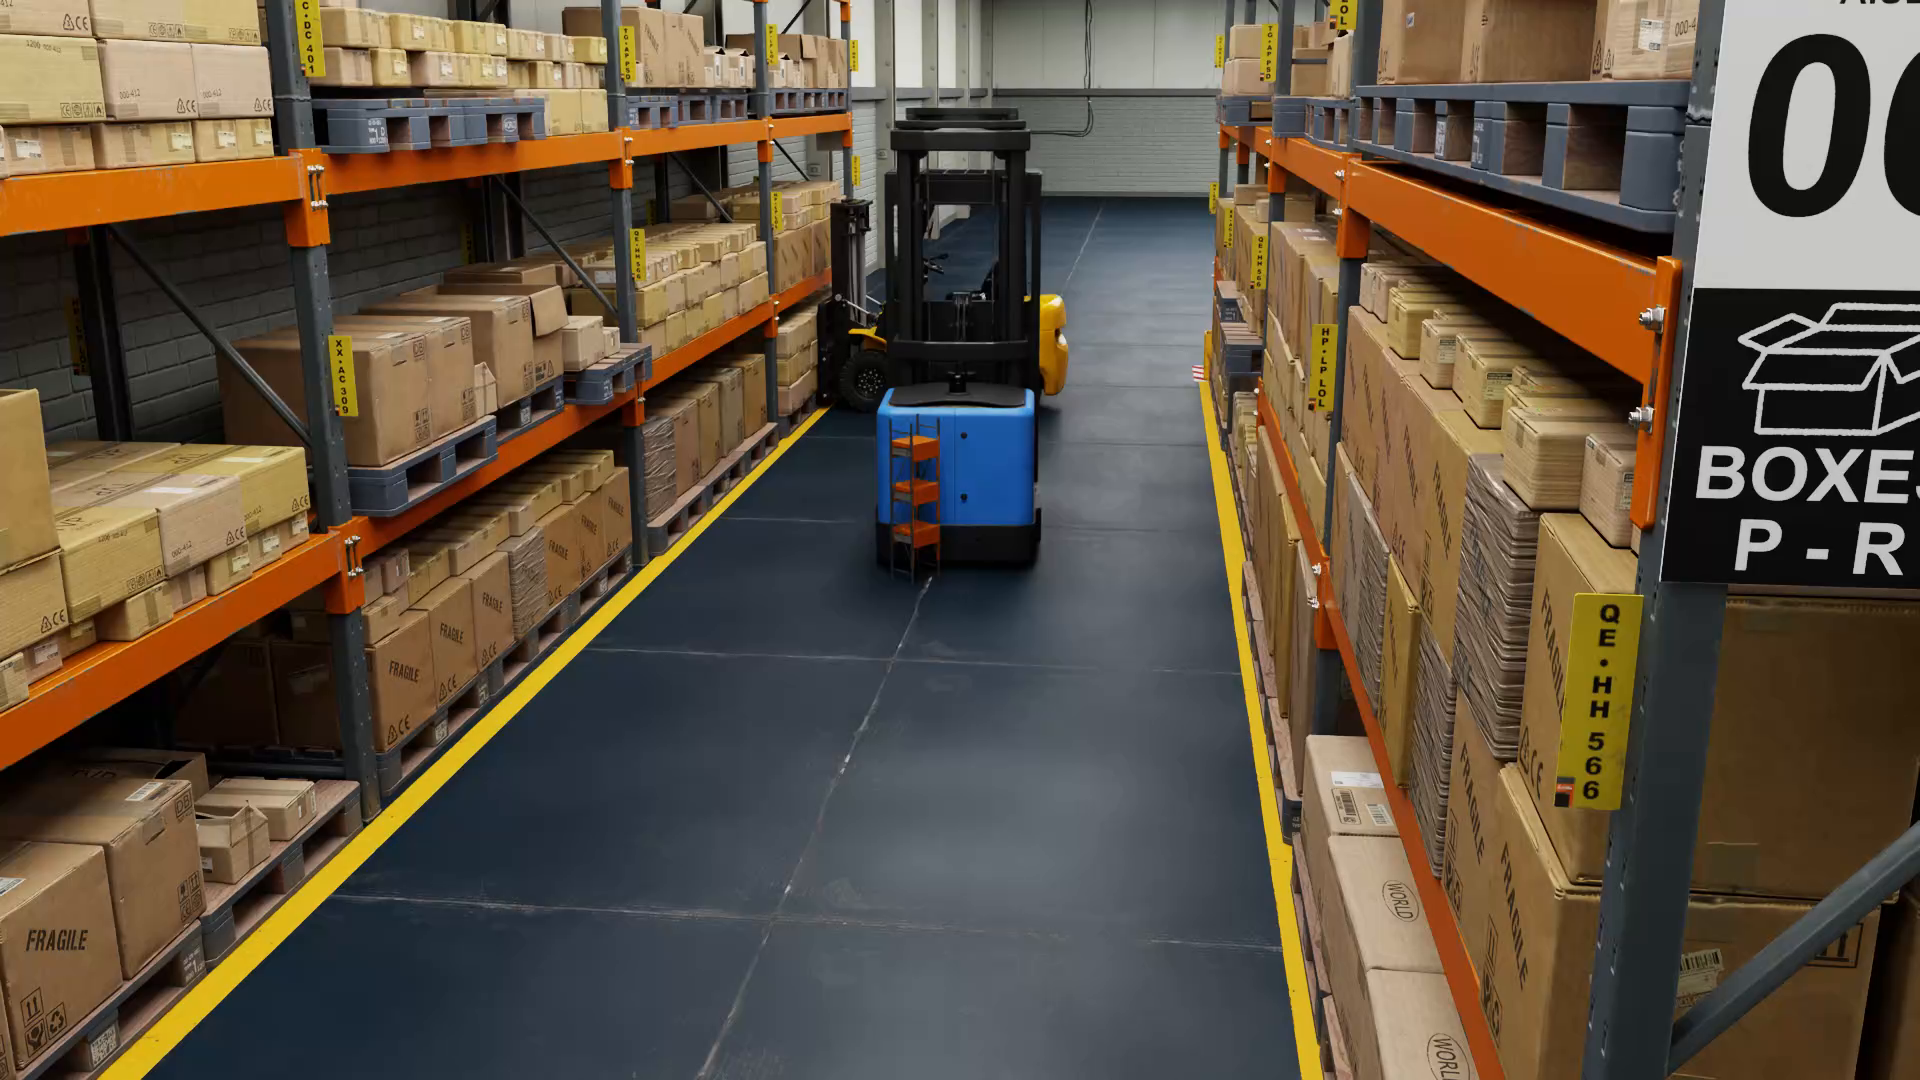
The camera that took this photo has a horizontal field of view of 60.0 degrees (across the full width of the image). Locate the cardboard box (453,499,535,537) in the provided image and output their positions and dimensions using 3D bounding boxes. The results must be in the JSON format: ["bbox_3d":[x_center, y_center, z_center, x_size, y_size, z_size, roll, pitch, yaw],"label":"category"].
[{"bbox_3d":[-2.558,-0.124,9.115,0.380,0.149,0.250,1,15,4],"label":"cardboard box"}]

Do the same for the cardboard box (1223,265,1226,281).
[{"bbox_3d":[2.704,-2.553,15.840,0.380,0.149,0.250,2,15,7],"label":"cardboard box"}]

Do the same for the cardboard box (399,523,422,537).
[{"bbox_3d":[-3.110,-0.071,8.919,0.380,0.149,0.250,1,15,4],"label":"cardboard box"}]

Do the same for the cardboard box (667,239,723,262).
[{"bbox_3d":[-2.011,-2.194,12.594,0.380,0.149,0.250,1,15,5],"label":"cardboard box"}]

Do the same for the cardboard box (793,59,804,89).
[{"bbox_3d":[-1.656,-4.341,15.484,0.396,0.266,0.258,1,15,5],"label":"cardboard box"}]

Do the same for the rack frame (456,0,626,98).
[{"bbox_3d":[-2.576,-4.189,9.915,1.000,3.000,0.127,2,15,6],"label":"rack frame"}]

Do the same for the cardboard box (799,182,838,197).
[{"bbox_3d":[-1.502,-3.709,17.629,0.380,0.149,0.250,2,15,6],"label":"cardboard box"}]

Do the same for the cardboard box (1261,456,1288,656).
[{"bbox_3d":[2.091,0.083,8.875,0.875,0.875,0.875,2,15,7],"label":"cardboard box"}]

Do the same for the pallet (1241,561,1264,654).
[{"bbox_3d":[2.192,0.400,9.777,1.003,0.211,1.213,2,15,6],"label":"pallet"}]

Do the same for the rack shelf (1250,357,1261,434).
[{"bbox_3d":[2.582,-1.320,12.174,1.077,0.370,4.000,2,15,6],"label":"rack shelf"}]

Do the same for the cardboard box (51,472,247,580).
[{"bbox_3d":[-2.885,-0.057,5.845,0.500,0.250,0.500,2,15,6],"label":"cardboard box"}]

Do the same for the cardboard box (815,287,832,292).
[{"bbox_3d":[-1.416,-2.598,18.070,0.500,0.250,0.500,2,15,8],"label":"cardboard box"}]

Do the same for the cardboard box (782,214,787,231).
[{"bbox_3d":[-1.798,-2.903,15.216,0.380,0.149,0.250,2,15,6],"label":"cardboard box"}]

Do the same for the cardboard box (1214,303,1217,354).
[{"bbox_3d":[2.836,-2.117,16.773,0.500,0.500,0.500,1,15,4],"label":"cardboard box"}]

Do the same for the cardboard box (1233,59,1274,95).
[{"bbox_3d":[2.252,-3.361,12.083,0.500,0.250,0.500,2,15,6],"label":"cardboard box"}]

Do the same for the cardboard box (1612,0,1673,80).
[{"bbox_3d":[1.383,-0.881,2.914,0.380,0.149,0.250,1,15,2],"label":"cardboard box"}]

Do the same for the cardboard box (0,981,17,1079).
[{"bbox_3d":[-3.181,1.409,4.689,0.700,0.500,0.500,2,15,9],"label":"cardboard box"}]

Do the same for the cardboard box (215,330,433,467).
[{"bbox_3d":[-2.751,-0.626,7.234,0.700,0.500,0.500,2,15,8],"label":"cardboard box"}]

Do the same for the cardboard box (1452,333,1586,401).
[{"bbox_3d":[1.433,-0.416,4.106,0.380,0.149,0.250,2,15,8],"label":"cardboard box"}]

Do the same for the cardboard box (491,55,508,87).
[{"bbox_3d":[-2.451,-2.299,8.156,0.380,0.149,0.250,2,15,8],"label":"cardboard box"}]

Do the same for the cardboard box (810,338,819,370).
[{"bbox_3d":[-1.641,-1.825,16.169,0.500,0.250,0.500,2,15,6],"label":"cardboard box"}]

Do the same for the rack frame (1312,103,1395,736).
[{"bbox_3d":[1.905,-0.111,6.325,1.000,3.000,0.127,2,15,6],"label":"rack frame"}]

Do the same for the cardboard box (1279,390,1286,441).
[{"bbox_3d":[1.945,-0.687,8.742,0.500,0.250,0.500,2,15,8],"label":"cardboard box"}]

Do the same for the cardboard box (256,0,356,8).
[{"bbox_3d":[-2.647,-2.245,6.593,0.396,0.266,0.258,2,15,6],"label":"cardboard box"}]

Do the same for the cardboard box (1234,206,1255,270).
[{"bbox_3d":[2.414,-2.337,12.992,0.500,0.500,0.500,2,15,6],"label":"cardboard box"}]

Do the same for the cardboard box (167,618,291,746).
[{"bbox_3d":[-3.266,0.612,7.637,0.500,0.500,0.500,2,15,6],"label":"cardboard box"}]

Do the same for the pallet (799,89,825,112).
[{"bbox_3d":[-1.914,-4.274,16.143,1.003,0.211,1.213,2,15,6],"label":"pallet"}]

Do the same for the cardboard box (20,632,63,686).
[{"bbox_3d":[-3.005,0.355,5.083,0.380,0.149,0.250,2,15,6],"label":"cardboard box"}]

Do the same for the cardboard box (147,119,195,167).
[{"bbox_3d":[-2.844,-1.348,5.635,0.380,0.149,0.250,2,15,8],"label":"cardboard box"}]

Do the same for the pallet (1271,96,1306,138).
[{"bbox_3d":[2.336,-2.336,9.171,1.213,0.211,1.003,2,15,9],"label":"pallet"}]

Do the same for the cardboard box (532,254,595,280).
[{"bbox_3d":[-2.732,-1.882,11.440,0.380,0.149,0.250,2,15,6],"label":"cardboard box"}]

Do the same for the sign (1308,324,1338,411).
[{"bbox_3d":[1.364,-0.645,6.234,0.100,0.325,0.005,2,15,6],"label":"sign"}]

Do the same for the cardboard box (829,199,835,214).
[{"bbox_3d":[-1.524,-3.499,17.421,0.380,0.149,0.250,2,15,7],"label":"cardboard box"}]

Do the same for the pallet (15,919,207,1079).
[{"bbox_3d":[-3.241,1.586,5.394,1.003,0.211,1.213,2,15,6],"label":"pallet"}]

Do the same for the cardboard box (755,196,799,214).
[{"bbox_3d":[-1.703,-3.110,15.414,0.380,0.149,0.250,2,15,8],"label":"cardboard box"}]

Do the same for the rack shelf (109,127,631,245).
[{"bbox_3d":[-2.802,-1.875,8.483,1.077,0.370,4.000,2,15,6],"label":"rack shelf"}]

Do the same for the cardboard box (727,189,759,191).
[{"bbox_3d":[-2.127,-3.392,16.456,0.380,0.149,0.250,2,15,7],"label":"cardboard box"}]

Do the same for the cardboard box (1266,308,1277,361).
[{"bbox_3d":[2.053,-1.193,9.657,0.500,0.250,0.500,2,15,6],"label":"cardboard box"}]

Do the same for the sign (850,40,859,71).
[{"bbox_3d":[-1.136,-5.186,17.803,0.100,0.325,0.005,2,15,6],"label":"sign"}]

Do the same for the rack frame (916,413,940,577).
[{"bbox_3d":[-0.205,-0.284,10.700,0.200,1.050,0.008,14,20,41],"label":"rack frame"}]

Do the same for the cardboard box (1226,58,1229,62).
[{"bbox_3d":[2.812,-4.657,16.344,0.380,0.149,0.250,2,15,6],"label":"cardboard box"}]

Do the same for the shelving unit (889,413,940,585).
[{"bbox_3d":[-0.288,-0.261,10.614,0.215,1.050,0.252,14,20,41],"label":"shelving unit"}]

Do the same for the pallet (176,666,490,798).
[{"bbox_3d":[-2.973,0.878,8.010,1.003,0.211,1.213,2,15,6],"label":"pallet"}]

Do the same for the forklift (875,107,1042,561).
[{"bbox_3d":[0.032,-1.606,11.988,1.130,2.935,3.031,1,15,2],"label":"forklift"}]

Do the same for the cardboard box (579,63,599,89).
[{"bbox_3d":[-2.377,-2.762,9.908,0.380,0.149,0.250,2,15,7],"label":"cardboard box"}]

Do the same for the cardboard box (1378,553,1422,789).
[{"bbox_3d":[1.410,0.348,4.437,0.500,0.500,0.500,2,15,8],"label":"cardboard box"}]

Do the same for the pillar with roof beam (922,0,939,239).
[{"bbox_3d":[3.661,-10.652,33.815,9.100,9.000,0.400,2,15,6],"label":"pillar with roof beam"}]

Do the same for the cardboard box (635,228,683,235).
[{"bbox_3d":[-2.489,-2.475,13.633,0.380,0.149,0.250,2,15,6],"label":"cardboard box"}]

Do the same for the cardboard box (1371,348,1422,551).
[{"bbox_3d":[1.478,-0.262,4.777,0.500,0.500,0.500,2,15,7],"label":"cardboard box"}]

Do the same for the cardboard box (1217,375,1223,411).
[{"bbox_3d":[2.657,-1.361,15.410,0.500,0.250,0.500,1,15,5],"label":"cardboard box"}]

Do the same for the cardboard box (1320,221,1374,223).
[{"bbox_3d":[2.742,-1.926,11.472,0.500,0.500,0.500,2,15,7],"label":"cardboard box"}]

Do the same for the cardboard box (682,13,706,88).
[{"bbox_3d":[-2.138,-3.485,11.871,0.500,0.500,0.500,2,15,8],"label":"cardboard box"}]

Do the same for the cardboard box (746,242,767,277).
[{"bbox_3d":[-1.926,-2.365,13.991,0.500,0.250,0.500,1,15,5],"label":"cardboard box"}]

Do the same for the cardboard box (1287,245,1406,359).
[{"bbox_3d":[1.877,-1.165,8.116,0.500,0.500,0.500,2,15,7],"label":"cardboard box"}]

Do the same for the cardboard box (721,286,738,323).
[{"bbox_3d":[-2.060,-1.862,13.087,0.500,0.250,0.500,2,15,7],"label":"cardboard box"}]

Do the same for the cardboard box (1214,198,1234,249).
[{"bbox_3d":[2.930,-3.300,17.359,0.500,0.500,0.500,1,15,5],"label":"cardboard box"}]

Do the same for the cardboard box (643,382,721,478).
[{"bbox_3d":[-2.351,-0.855,12.824,0.875,0.625,0.625,1,15,4],"label":"cardboard box"}]
